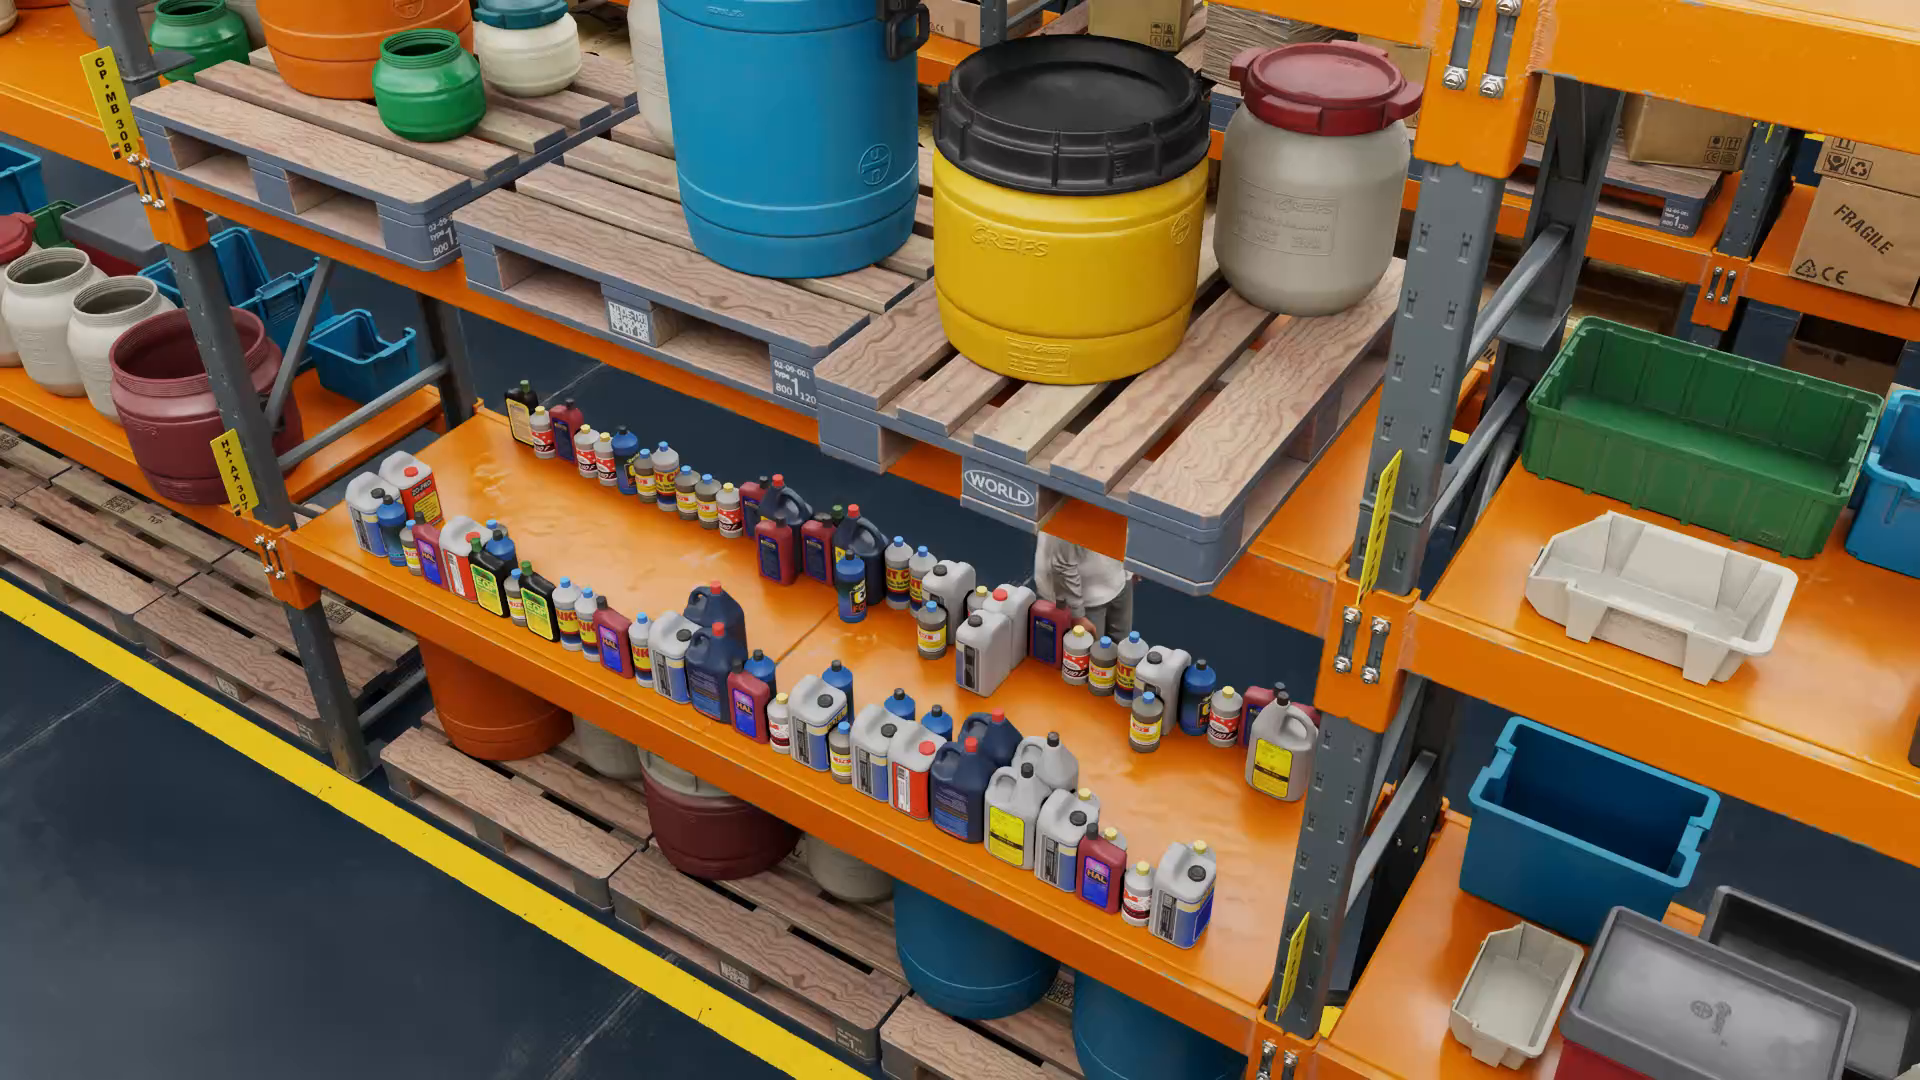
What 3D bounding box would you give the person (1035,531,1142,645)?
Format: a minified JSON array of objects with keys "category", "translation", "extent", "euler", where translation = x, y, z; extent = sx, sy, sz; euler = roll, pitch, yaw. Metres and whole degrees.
[{"category":"person","translation":[0.529,0.162,6.452],"extent":[0.457,1.773,0.593],"euler":[19,42,23]}]
